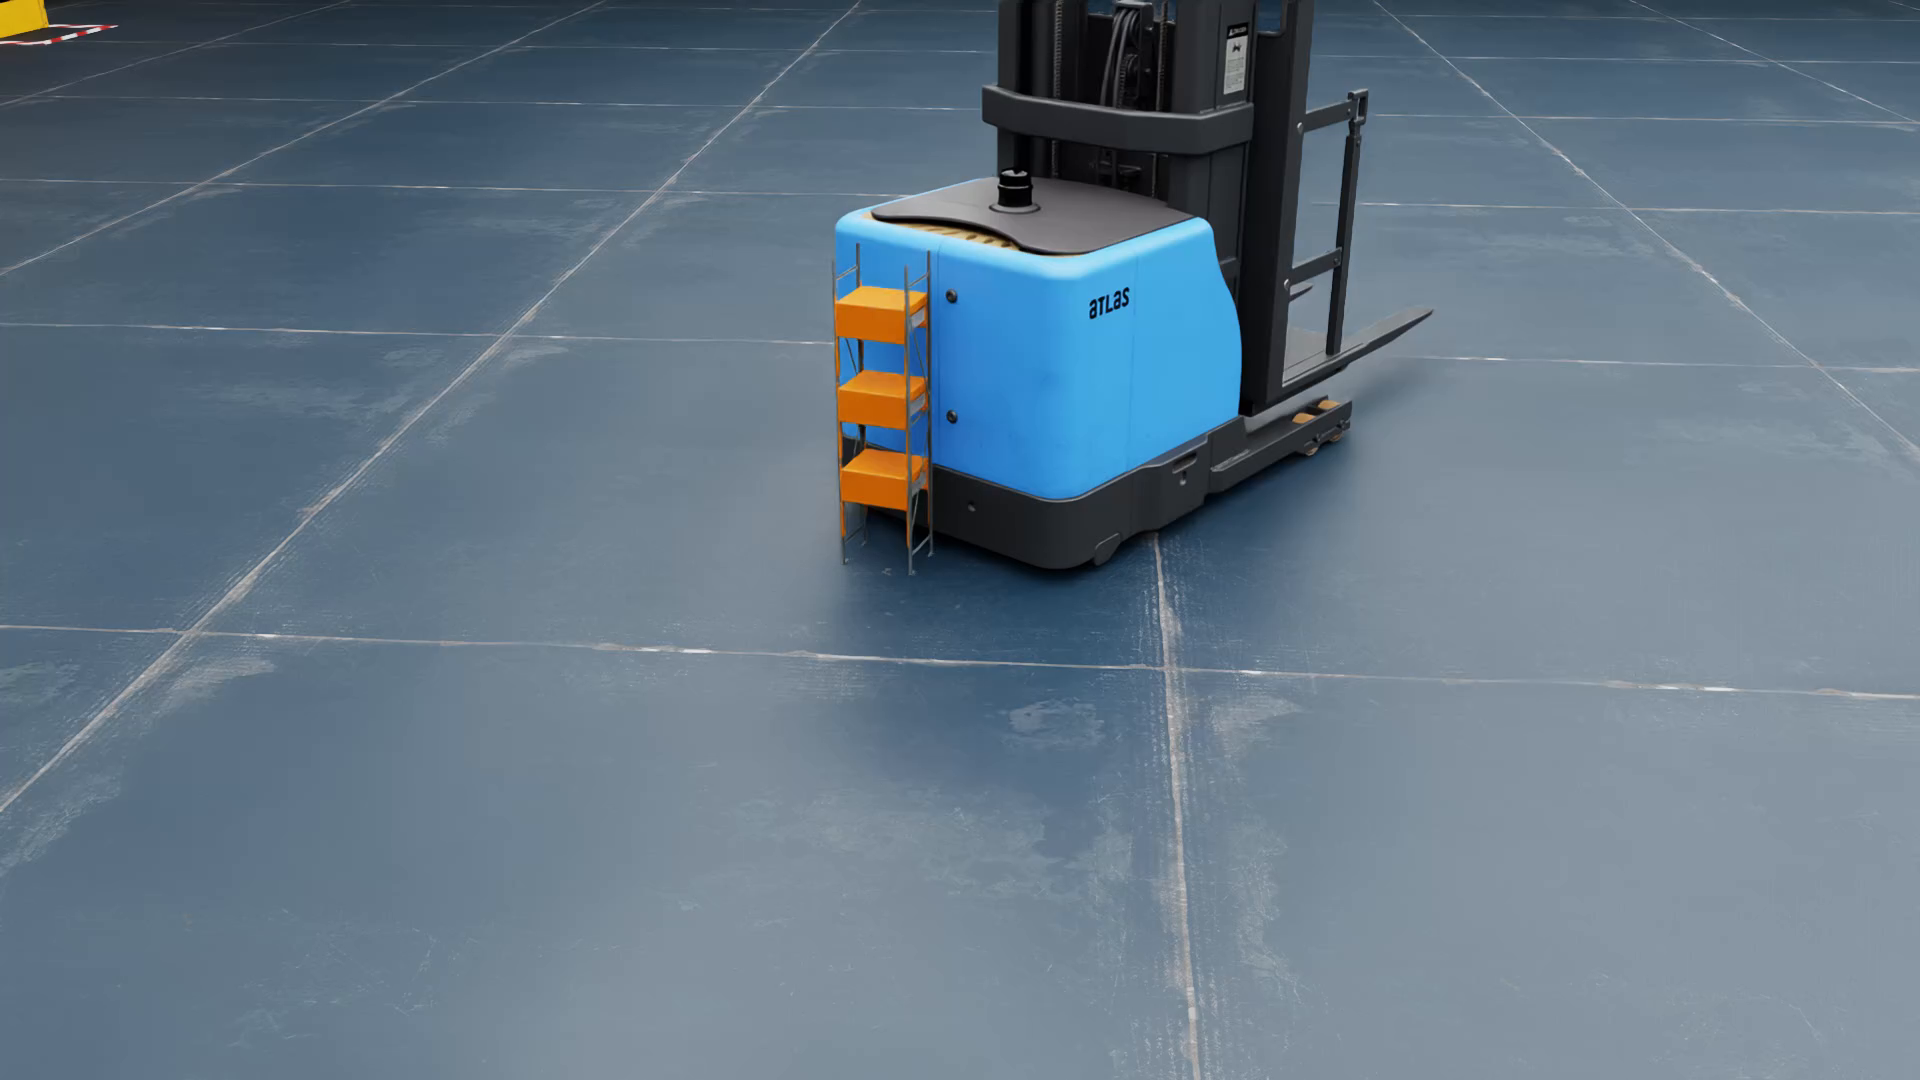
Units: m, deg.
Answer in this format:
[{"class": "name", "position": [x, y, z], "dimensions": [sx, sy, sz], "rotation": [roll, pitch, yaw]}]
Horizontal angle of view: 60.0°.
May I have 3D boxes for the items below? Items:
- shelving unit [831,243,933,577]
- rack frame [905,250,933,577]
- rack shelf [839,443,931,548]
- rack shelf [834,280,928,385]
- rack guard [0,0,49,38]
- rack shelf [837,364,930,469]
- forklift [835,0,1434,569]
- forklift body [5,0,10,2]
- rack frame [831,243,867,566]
[{"class": "shelving unit", "position": [-0.244, -0.412, 5.390], "dimensions": [0.252, 1.050, 0.215], "rotation": [9, 26, 19]}, {"class": "rack frame", "position": [-0.130, -0.394, 5.351], "dimensions": [0.008, 1.050, 0.200], "rotation": [9, 26, 19]}, {"class": "rack shelf", "position": [-0.244, -0.150, 5.511], "dimensions": [0.240, 0.259, 0.215], "rotation": [9, 26, 19]}, {"class": "rack shelf", "position": [-0.244, -0.661, 5.276], "dimensions": [0.240, 0.259, 0.215], "rotation": [9, 26, 19]}, {"class": "rack guard", "position": [-9.778, -5.398, 16.884], "dimensions": [0.348, 0.500, 1.175], "rotation": [2, 25, 4]}, {"class": "rack shelf", "position": [-0.244, -0.403, 5.395], "dimensions": [0.240, 0.259, 0.215], "rotation": [9, 26, 19]}, {"class": "forklift", "position": [0.901, -1.778, 6.107], "dimensions": [1.130, 2.935, 3.031], "rotation": [19, 31, 36]}, {"class": "forklift body", "position": [-11.356, -7.515, 19.509], "dimensions": [1.214, 2.155, 2.313], "rotation": [2, 25, 4]}, {"class": "rack frame", "position": [-0.358, -0.430, 5.430], "dimensions": [0.008, 1.050, 0.200], "rotation": [9, 26, 19]}]
